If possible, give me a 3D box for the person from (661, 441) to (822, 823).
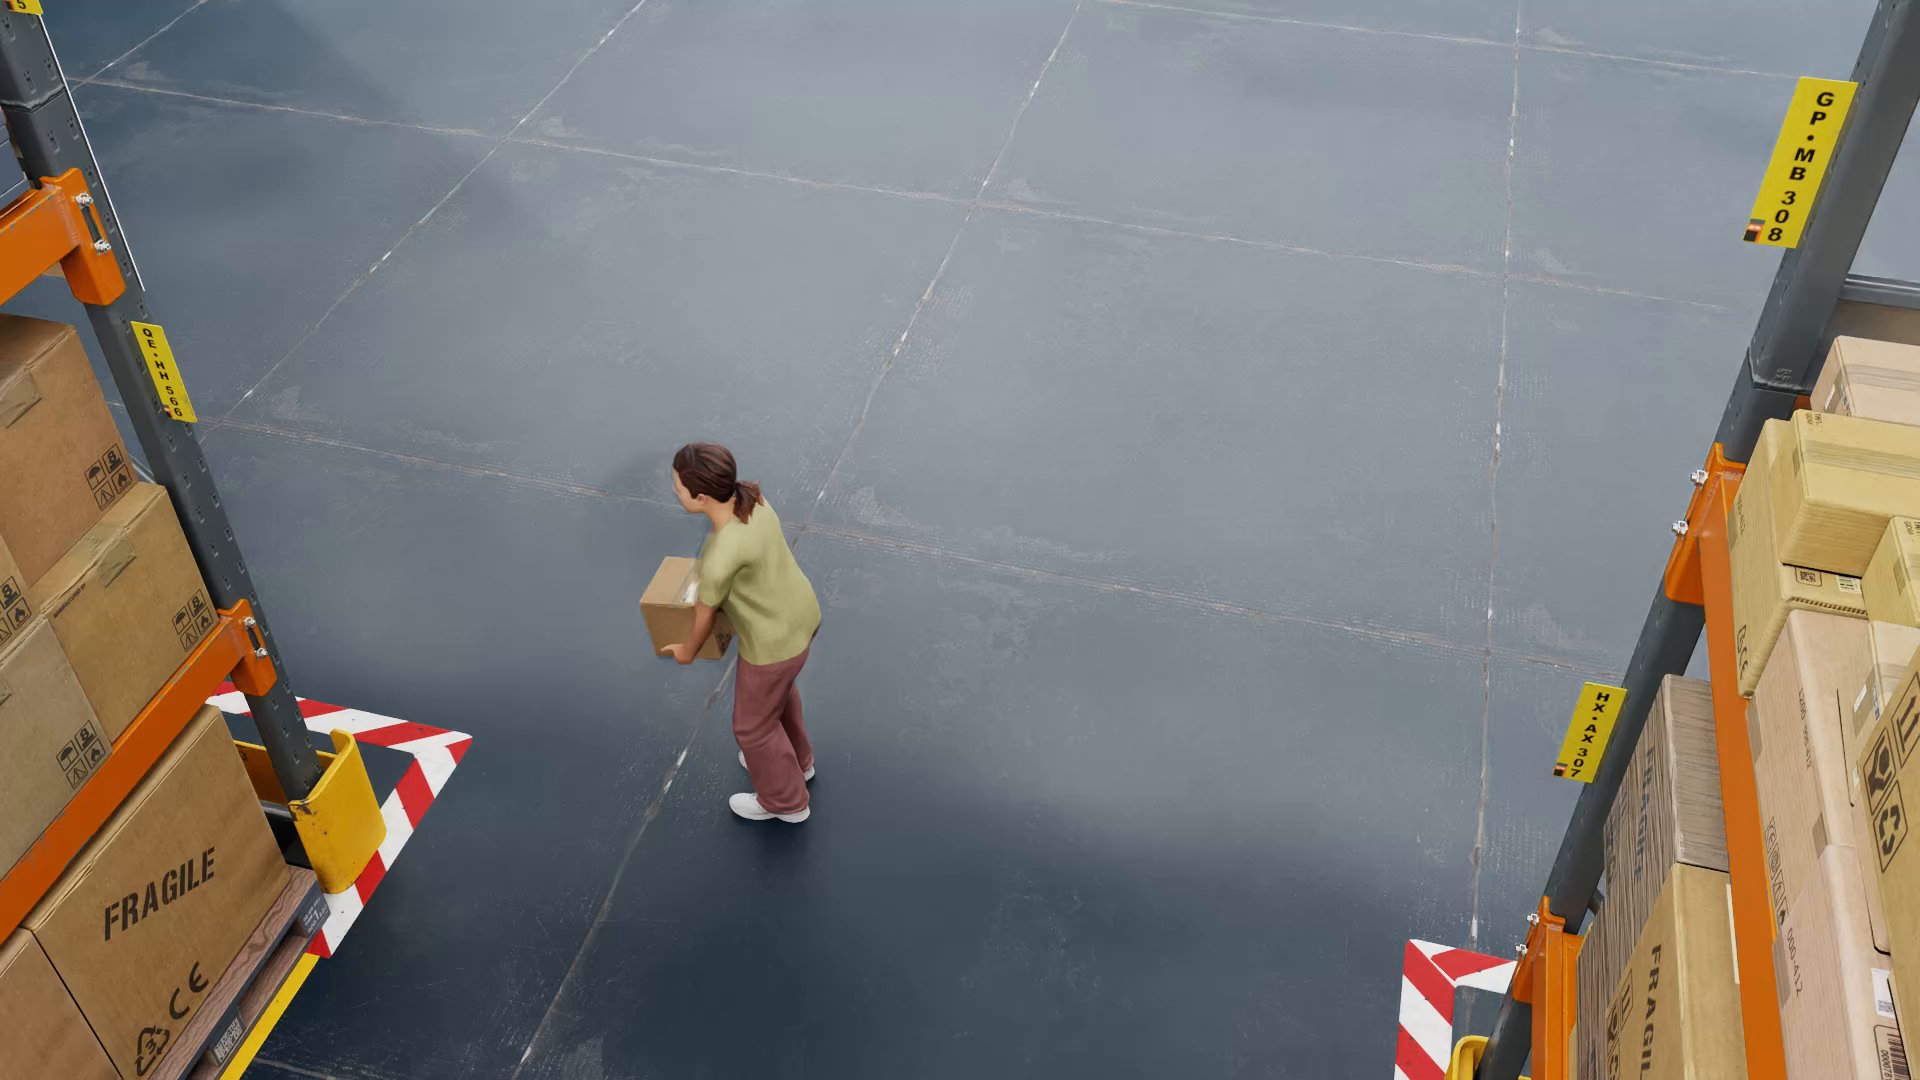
[{"bbox_3d":[-0.756,0.330,5.811,0.527,1.644,0.406,9,42,10],"label":"person"}]
